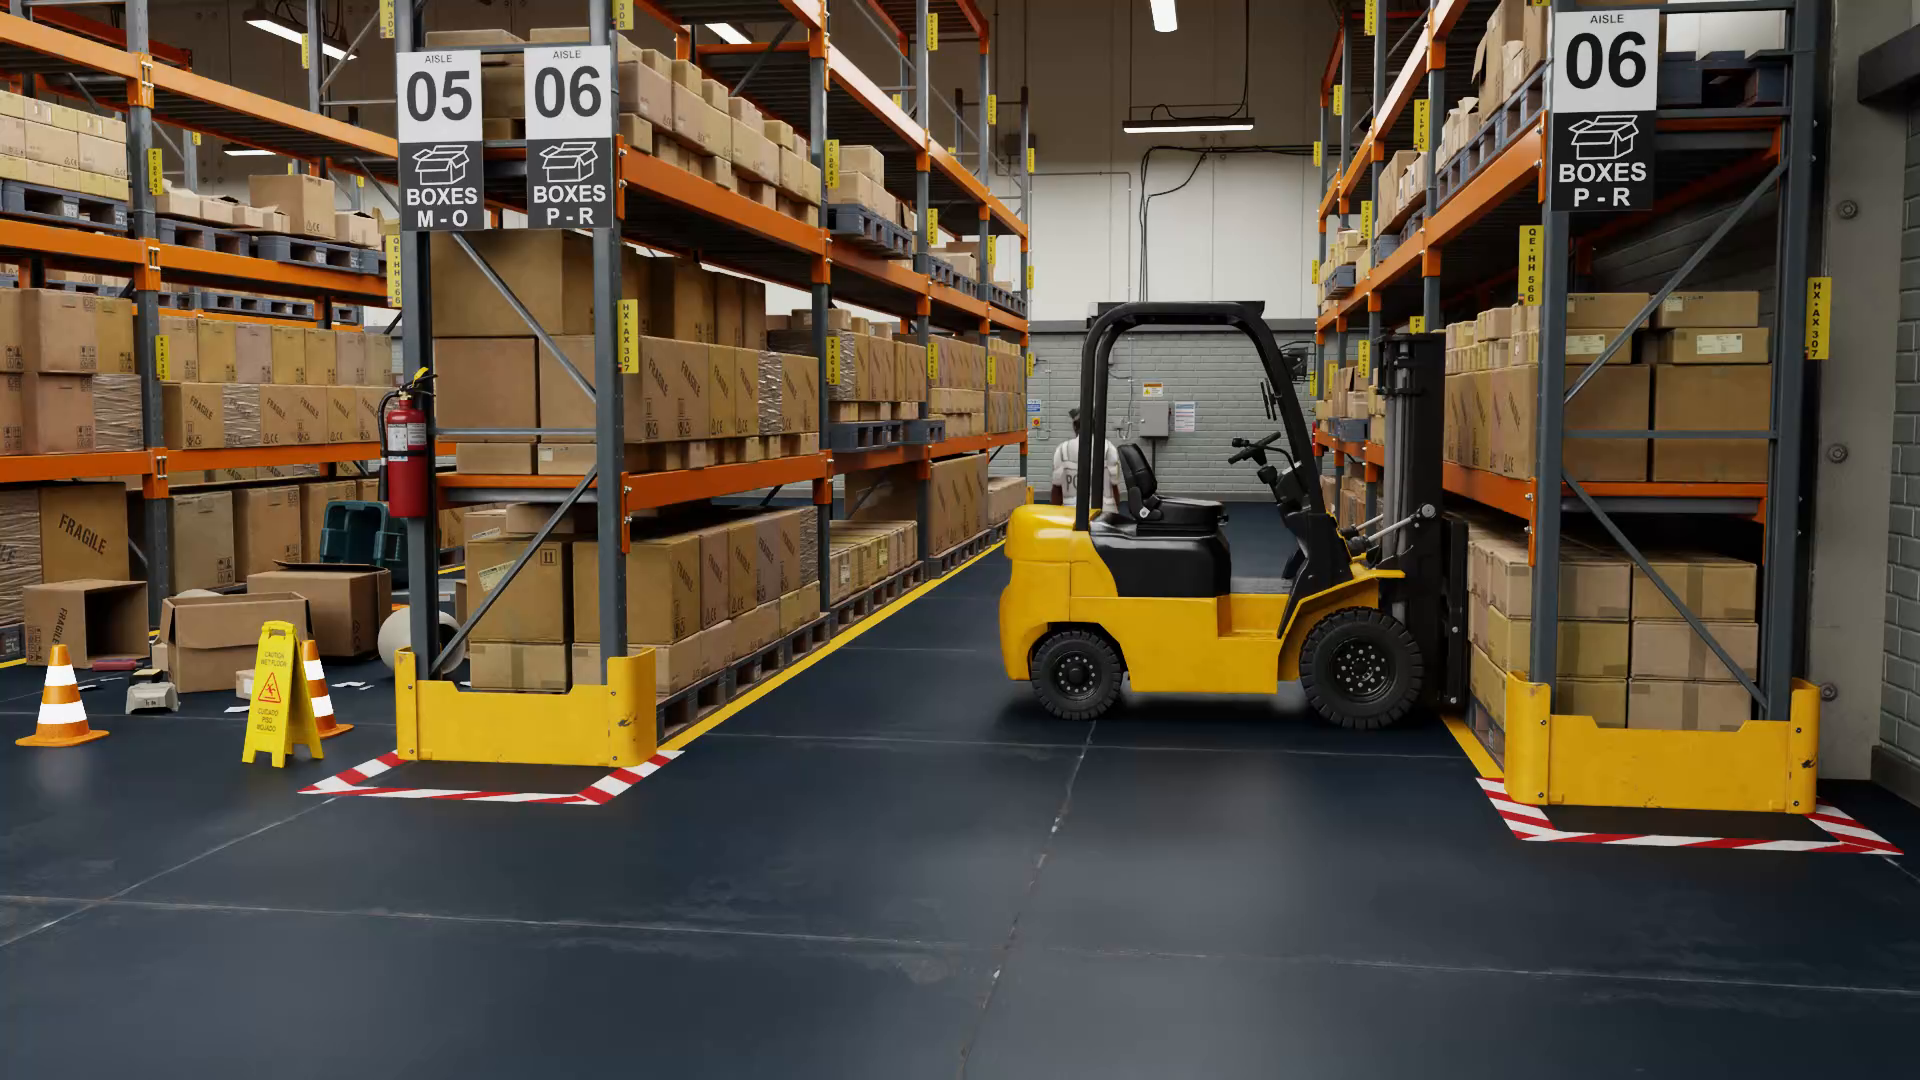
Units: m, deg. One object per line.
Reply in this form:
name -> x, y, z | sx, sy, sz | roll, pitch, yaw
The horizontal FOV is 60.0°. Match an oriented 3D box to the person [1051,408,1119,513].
person -> 0.833, -0.069, 11.094 | 0.457, 1.624, 0.442 | 1, 5, 10
